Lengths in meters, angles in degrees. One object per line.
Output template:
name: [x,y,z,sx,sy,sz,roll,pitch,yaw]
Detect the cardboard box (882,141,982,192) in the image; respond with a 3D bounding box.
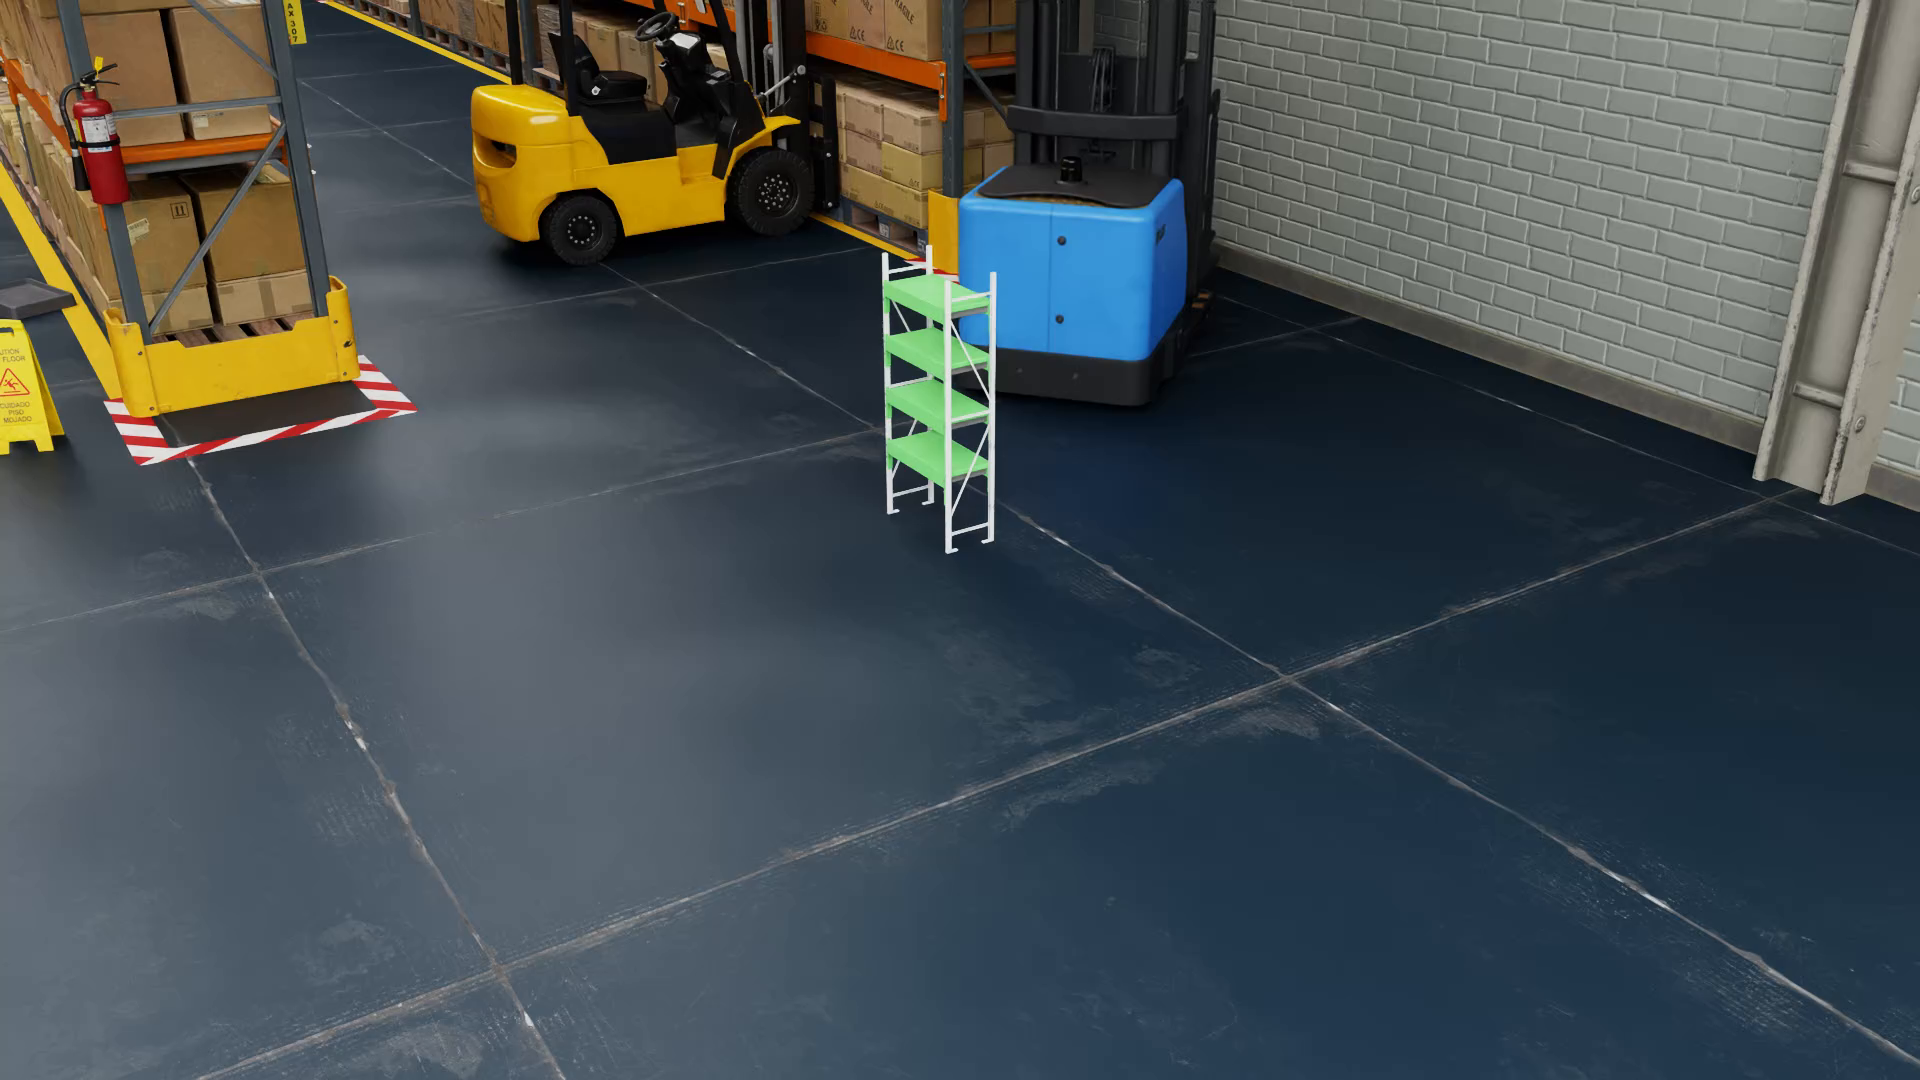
cardboard box: [-0.192,-2.579,11.343,0.500,0.250,0.500,-16,30,-30]

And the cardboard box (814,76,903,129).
cardboard box: [-0.745,-3.155,11.978,0.500,0.250,0.500,-15,29,-29]

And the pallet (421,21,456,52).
pallet: [-5.740,-6.054,19.828,1.003,0.211,1.213,-16,29,-30]

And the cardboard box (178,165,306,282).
cardboard box: [-4.043,-1.794,9.388,0.500,0.500,0.500,-17,30,-31]

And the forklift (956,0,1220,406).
forklift: [0.914,-2.618,9.363,1.130,2.935,3.031,8,26,16]

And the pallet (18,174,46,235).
pallet: [-6.431,-2.595,12.500,1.003,0.211,1.213,-16,29,-30]

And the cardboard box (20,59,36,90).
cardboard box: [-5.411,-2.817,9.998,0.380,0.149,0.250,-15,29,-29]

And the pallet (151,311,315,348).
pallet: [-4.277,-1.212,9.571,1.003,0.211,1.213,-16,29,-30]

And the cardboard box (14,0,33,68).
cardboard box: [-5.149,-3.003,9.631,0.500,0.500,0.500,-15,29,-29]

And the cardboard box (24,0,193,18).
cardboard box: [-4.283,-2.911,8.266,0.700,0.500,0.500,-16,30,-31]

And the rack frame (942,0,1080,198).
rack frame: [0.336,-3.305,10.738,1.000,3.000,0.127,-16,29,-30]

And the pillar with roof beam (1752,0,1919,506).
pillar with roof beam: [0.379,-3.328,3.759,9.100,9.000,0.400,-16,29,-30]

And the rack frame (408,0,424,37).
rack frame: [-6.215,-7.597,19.830,1.000,3.000,0.127,-16,29,-30]

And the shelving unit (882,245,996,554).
shelving unit: [-0.090,-0.602,7.119,0.258,1.200,0.503,-16,29,-30]

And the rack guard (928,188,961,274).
rack guard: [0.349,-2.166,11.254,1.175,0.500,0.348,-16,29,-30]

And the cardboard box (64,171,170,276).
cardboard box: [-4.765,-1.845,9.494,0.500,0.500,0.500,-14,29,-28]

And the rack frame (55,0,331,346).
rack frame: [-3.821,-2.147,8.285,1.000,3.000,0.127,-16,29,-30]

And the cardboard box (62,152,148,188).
cardboard box: [-4.734,-2.068,9.207,0.380,0.149,0.250,-15,29,-28]

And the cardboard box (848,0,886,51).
cardboard box: [-0.429,-3.653,11.358,0.500,0.500,0.500,-15,29,-28]

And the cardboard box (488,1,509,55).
cardboard box: [-4.707,-5.509,17.842,0.500,0.500,0.500,-16,30,-30]

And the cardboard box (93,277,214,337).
cardboard box: [-4.501,-1.329,9.280,0.500,0.250,0.500,-16,29,-30]

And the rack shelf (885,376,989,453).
rack shelf: [-0.090,-0.544,7.147,0.258,0.148,0.480,-16,29,-30]

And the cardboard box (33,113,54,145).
cardboard box: [-5.460,-2.545,10.219,0.380,0.149,0.250,-14,29,-27]

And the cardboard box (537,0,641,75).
cardboard box: [-3.703,-5.057,16.737,0.875,0.625,0.625,-15,29,-28]

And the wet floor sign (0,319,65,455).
wet floor sign: [-4.614,-0.765,8.115,0.267,0.644,0.232,-6,26,-12]

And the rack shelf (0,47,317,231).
rack shelf: [-4.913,-2.537,9.954,1.077,0.370,4.000,-16,29,-30]

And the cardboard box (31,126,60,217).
cardboard box: [-5.607,-2.401,10.673,0.500,0.500,0.500,-14,29,-28]

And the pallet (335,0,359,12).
pallet: [-7.921,-7.455,22.795,1.003,0.211,1.213,-16,29,-30]

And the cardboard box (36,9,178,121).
cardboard box: [-4.348,-2.457,8.475,0.500,0.500,0.500,-16,30,-30]

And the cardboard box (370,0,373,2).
cardboard box: [-7.506,-7.320,21.678,0.500,0.500,0.500,-15,29,-29]

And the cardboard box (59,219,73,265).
cardboard box: [-5.316,-1.873,10.433,0.500,0.250,0.500,-16,30,-30]

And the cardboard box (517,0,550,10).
cardboard box: [-4.514,-5.637,17.354,0.380,0.149,0.250,-17,30,-32]

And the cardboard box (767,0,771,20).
cardboard box: [-1.249,-4.198,12.513,0.500,0.500,0.500,-16,30,-30]

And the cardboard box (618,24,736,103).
cardboard box: [-2.560,-4.315,15.168,0.875,0.625,0.625,-16,30,-30]

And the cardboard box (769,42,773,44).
cardboard box: [-1.417,-4.004,13.775,0.500,0.250,0.500,-15,29,-29]

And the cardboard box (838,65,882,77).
cardboard box: [-0.582,-3.464,12.632,0.500,0.250,0.500,-16,30,-31]

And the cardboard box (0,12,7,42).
cardboard box: [-5.998,-3.535,10.760,0.500,0.500,0.500,-16,29,-30]

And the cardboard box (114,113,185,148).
cardboard box: [-4.205,-2.118,8.516,0.380,0.149,0.250,-14,29,-28]

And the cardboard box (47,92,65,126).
cardboard box: [-4.724,-2.364,9.038,0.380,0.149,0.250,-15,29,-29]

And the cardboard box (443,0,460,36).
cardboard box: [-5.572,-6.064,19.018,0.500,0.500,0.500,-17,30,-31]

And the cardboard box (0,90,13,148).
cardboard box: [-7.479,-3.544,13.829,0.950,0.372,0.625,-16,30,-31]

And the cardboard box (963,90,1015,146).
cardboard box: [0.232,-2.920,11.480,0.500,0.250,0.500,-16,30,-30]

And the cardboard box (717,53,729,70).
cardboard box: [-1.576,-3.703,13.139,0.500,0.250,0.500,-15,29,-29]

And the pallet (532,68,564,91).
pallet: [-3.615,-4.602,16.752,1.003,0.211,1.213,-16,29,-30]

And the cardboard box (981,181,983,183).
cardboard box: [0.231,-2.473,11.704,0.500,0.250,0.500,-15,29,-29]

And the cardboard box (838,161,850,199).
cardboard box: [-0.715,-2.707,12.200,0.500,0.250,0.500,-15,29,-29]

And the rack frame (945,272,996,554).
rack frame: [0.043,-0.515,6.934,0.240,1.200,0.015,-16,29,-30]

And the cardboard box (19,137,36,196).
cardboard box: [-6.293,-2.767,12.183,0.950,0.372,0.625,-15,29,-29]

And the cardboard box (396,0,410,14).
cardboard box: [-6.766,-6.629,20.626,0.380,0.149,0.250,-17,30,-31]
